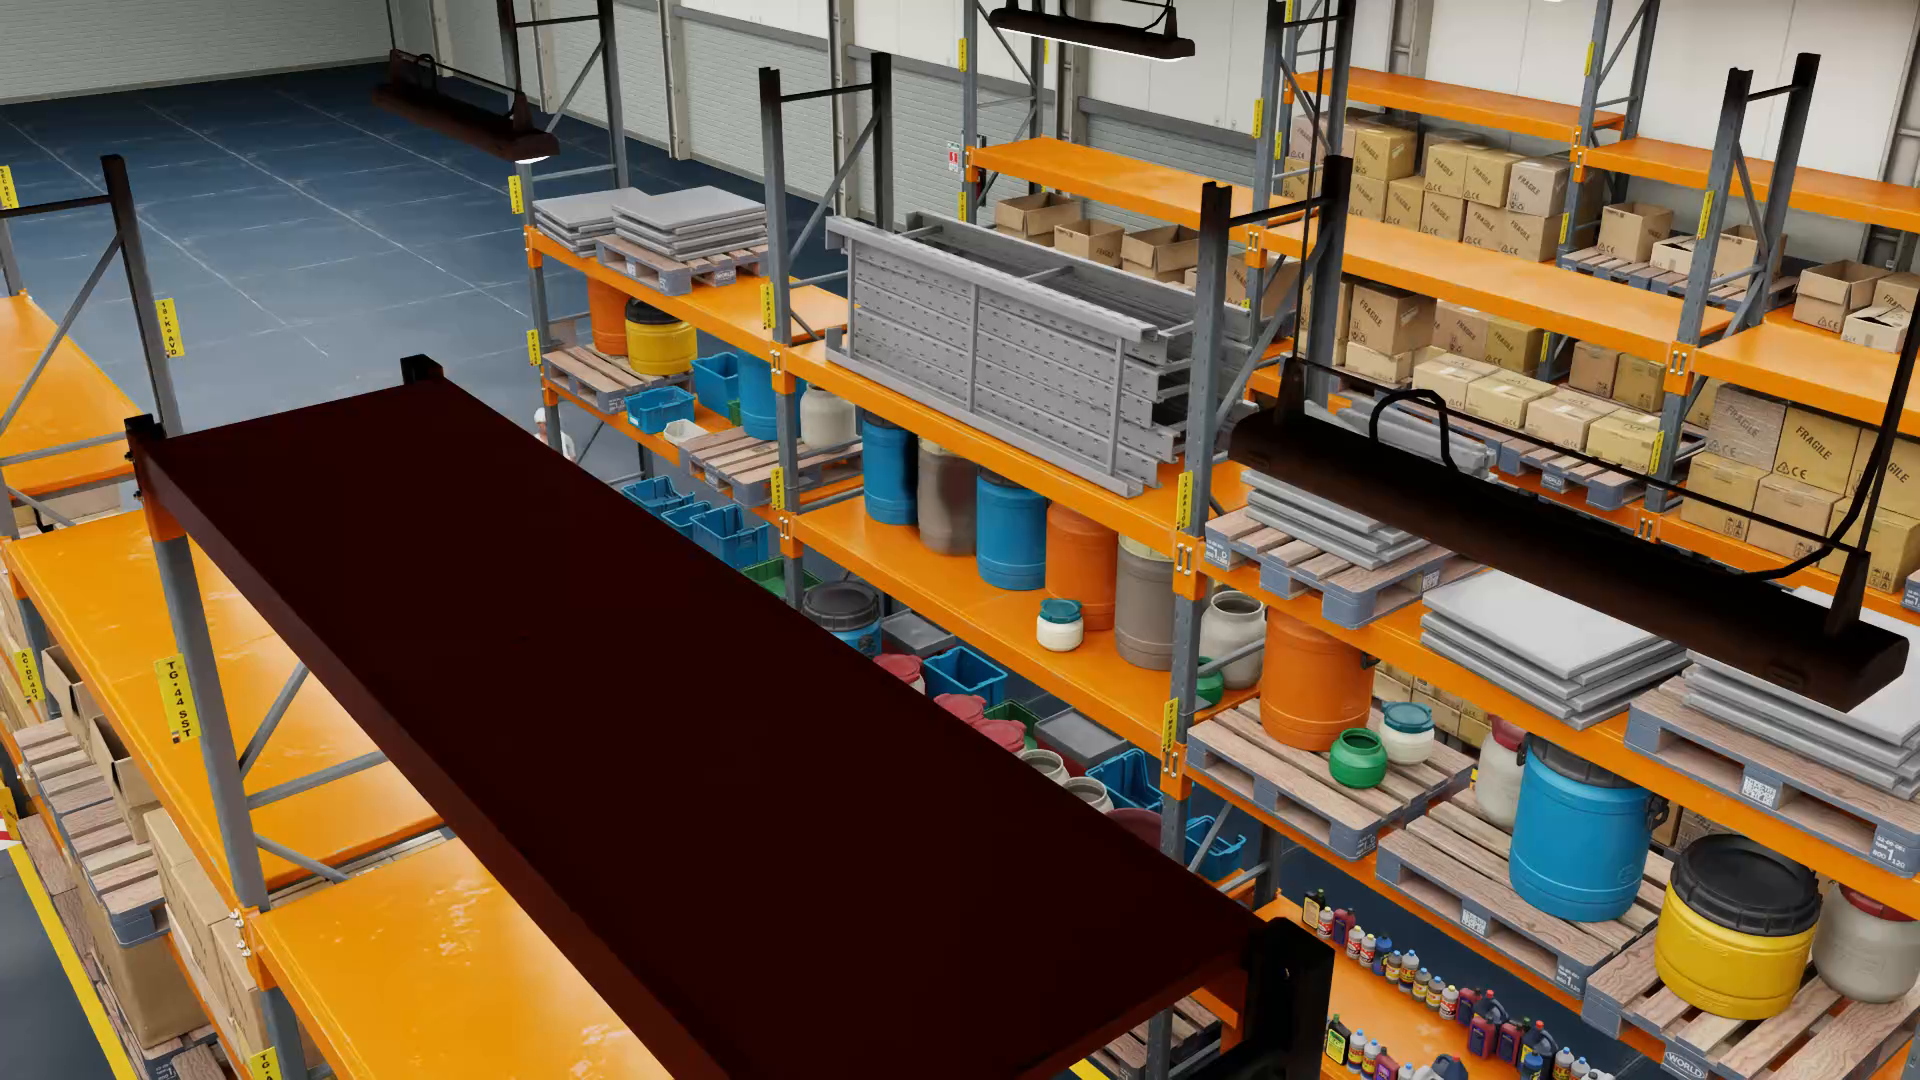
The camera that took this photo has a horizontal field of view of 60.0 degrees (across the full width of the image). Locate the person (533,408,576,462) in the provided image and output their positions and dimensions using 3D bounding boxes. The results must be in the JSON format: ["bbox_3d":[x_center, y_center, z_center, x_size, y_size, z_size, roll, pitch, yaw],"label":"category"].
[{"bbox_3d":[-4.224,-0.478,17.216,0.536,1.781,0.643,-1,26,-1],"label":"person"}]
